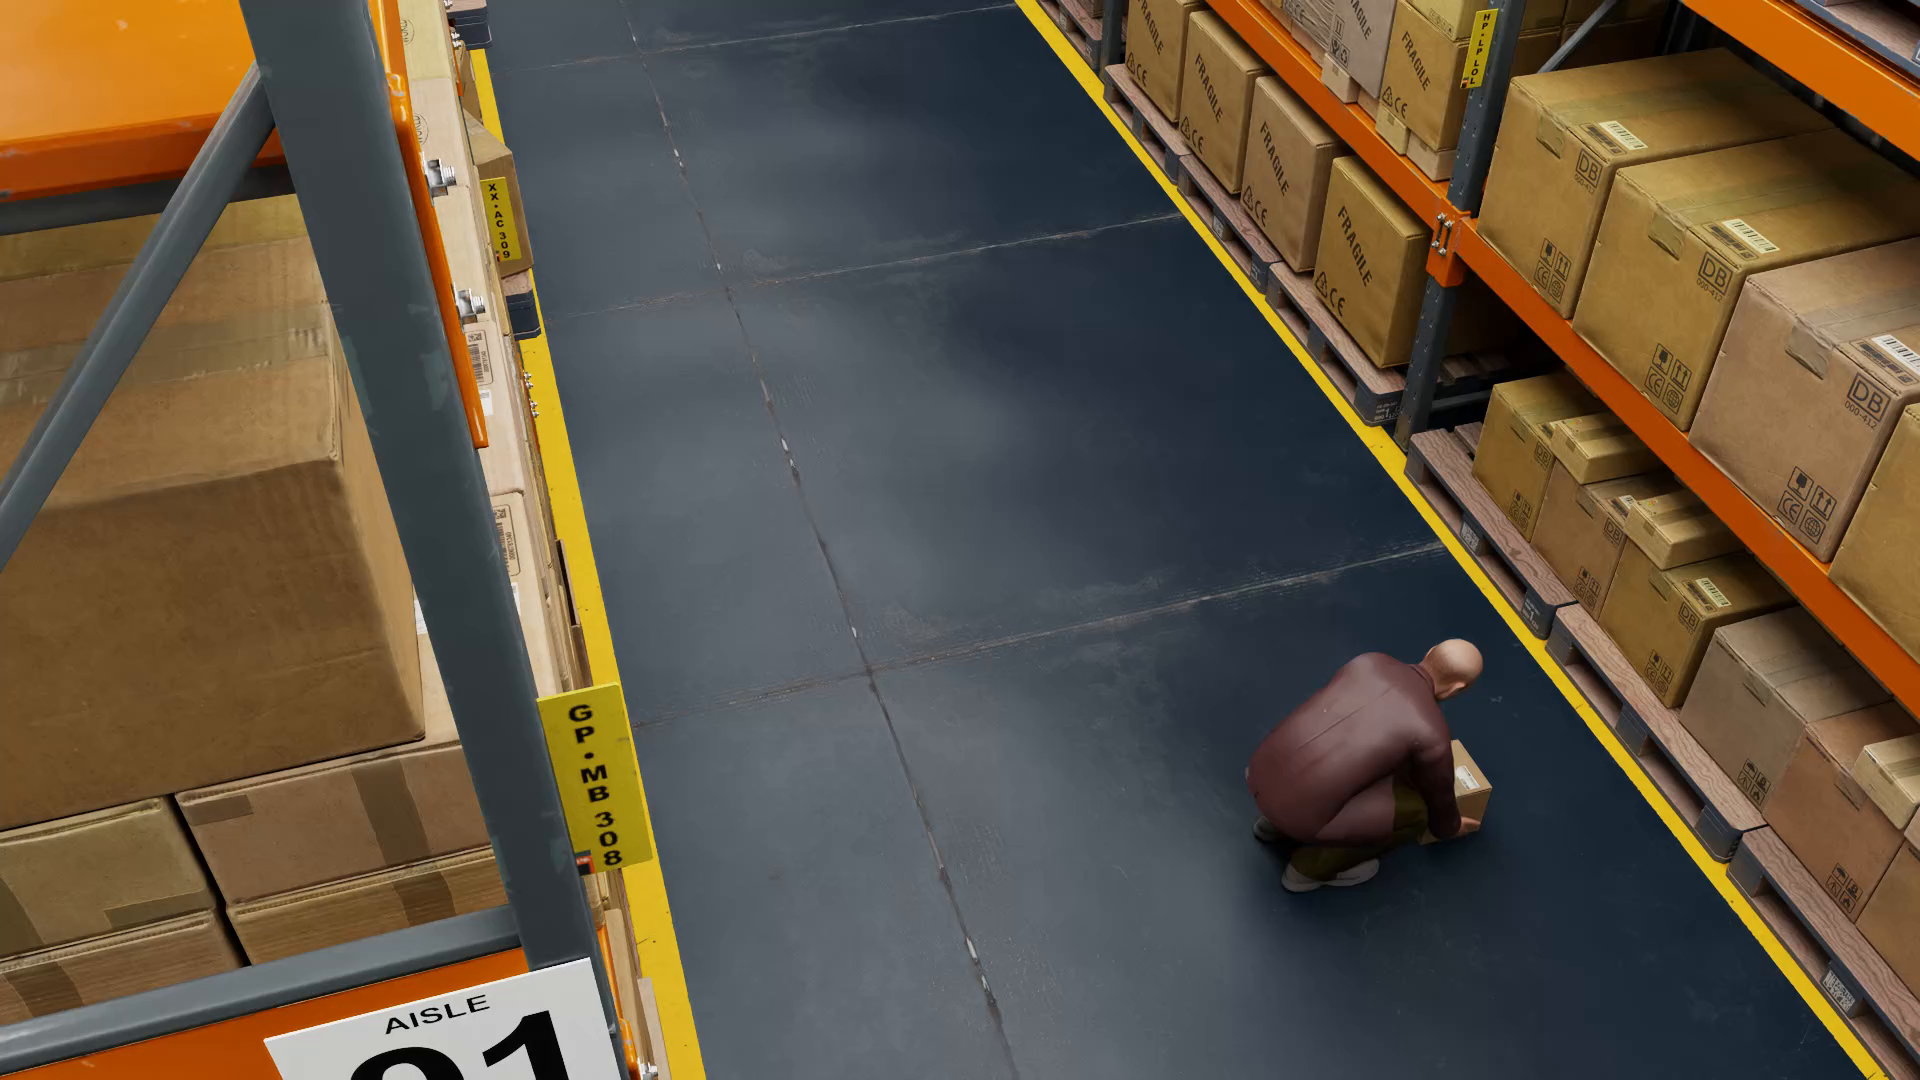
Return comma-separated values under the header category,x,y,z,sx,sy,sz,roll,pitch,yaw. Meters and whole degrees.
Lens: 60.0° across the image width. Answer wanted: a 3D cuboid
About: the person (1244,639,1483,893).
category,x,y,z,sx,sy,sz,roll,pitch,yaw
person,1.458,0.798,5.968,0.903,0.888,0.599,-12,43,-13
